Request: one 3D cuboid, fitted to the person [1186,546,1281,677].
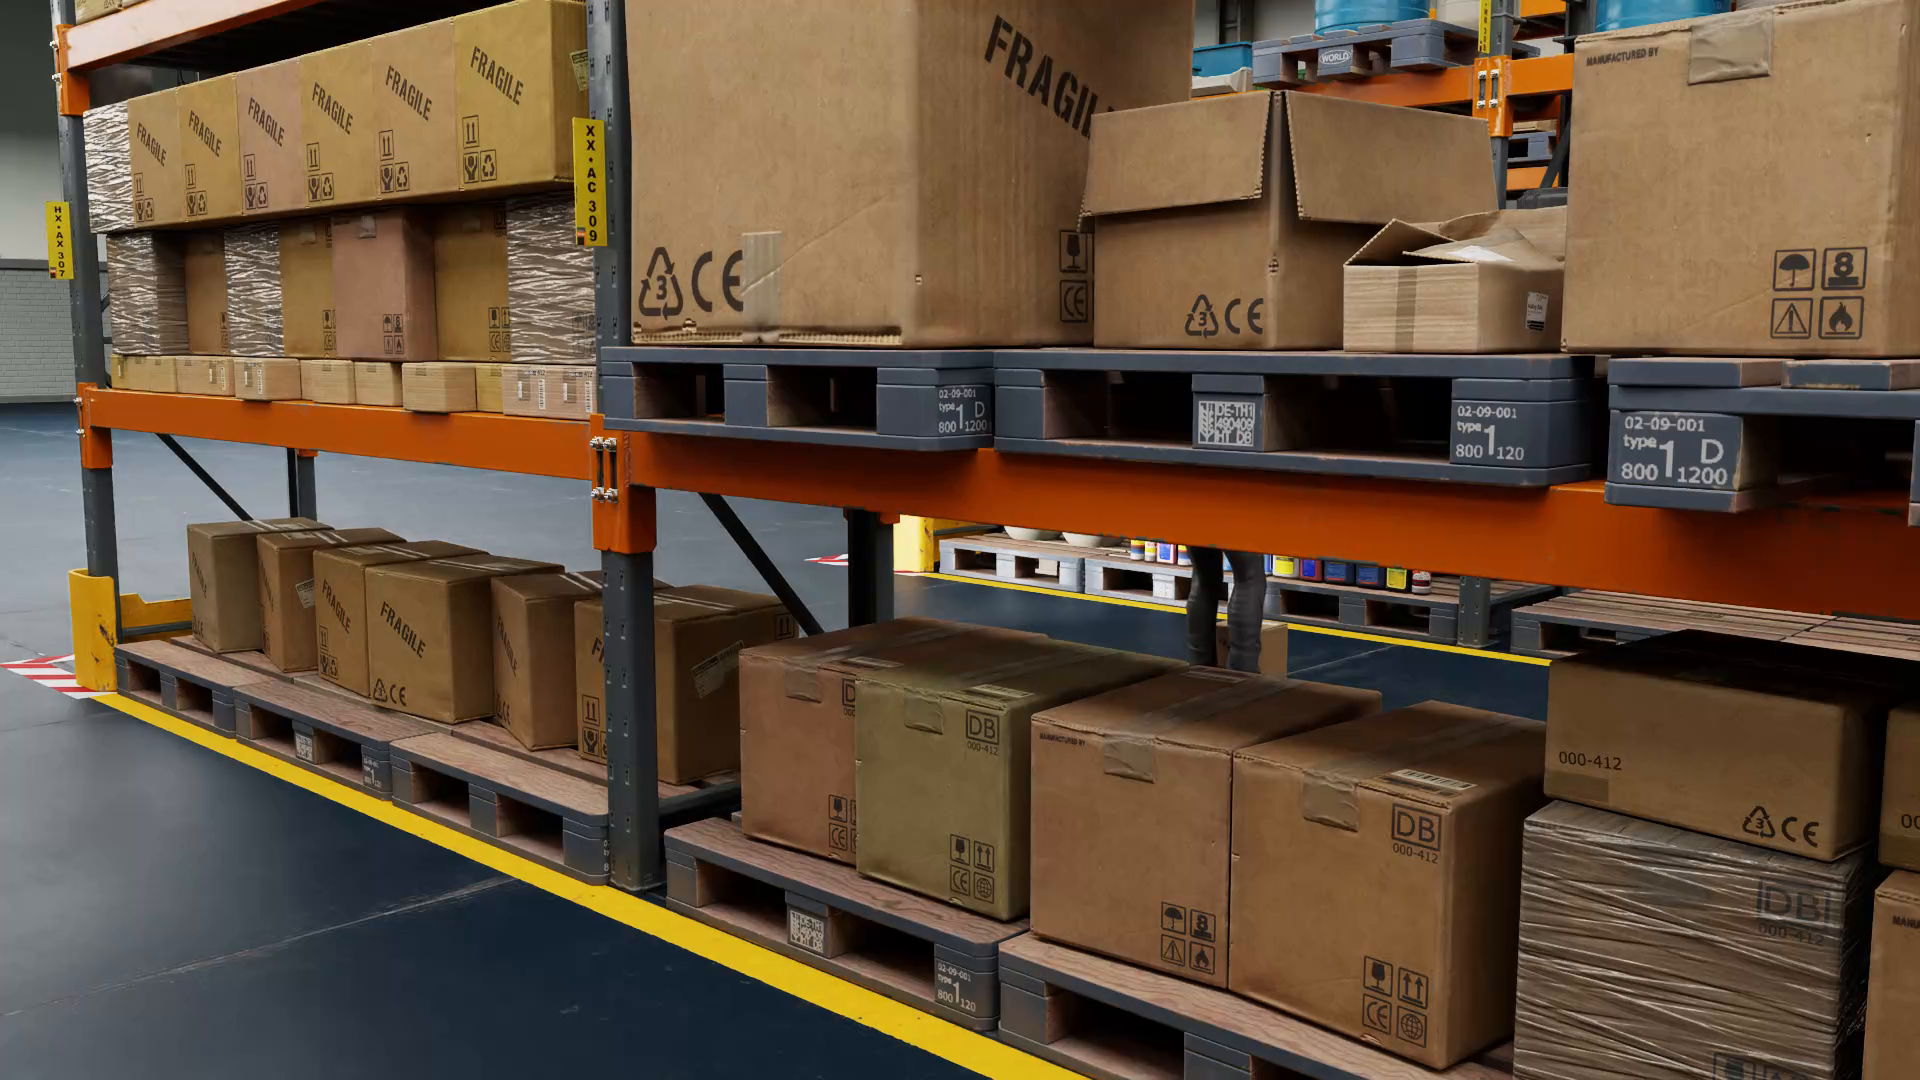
[{"bbox_3d":[1.158,-0.179,7.207,0.510,1.655,0.392,7,10,43],"label":"person"}]
